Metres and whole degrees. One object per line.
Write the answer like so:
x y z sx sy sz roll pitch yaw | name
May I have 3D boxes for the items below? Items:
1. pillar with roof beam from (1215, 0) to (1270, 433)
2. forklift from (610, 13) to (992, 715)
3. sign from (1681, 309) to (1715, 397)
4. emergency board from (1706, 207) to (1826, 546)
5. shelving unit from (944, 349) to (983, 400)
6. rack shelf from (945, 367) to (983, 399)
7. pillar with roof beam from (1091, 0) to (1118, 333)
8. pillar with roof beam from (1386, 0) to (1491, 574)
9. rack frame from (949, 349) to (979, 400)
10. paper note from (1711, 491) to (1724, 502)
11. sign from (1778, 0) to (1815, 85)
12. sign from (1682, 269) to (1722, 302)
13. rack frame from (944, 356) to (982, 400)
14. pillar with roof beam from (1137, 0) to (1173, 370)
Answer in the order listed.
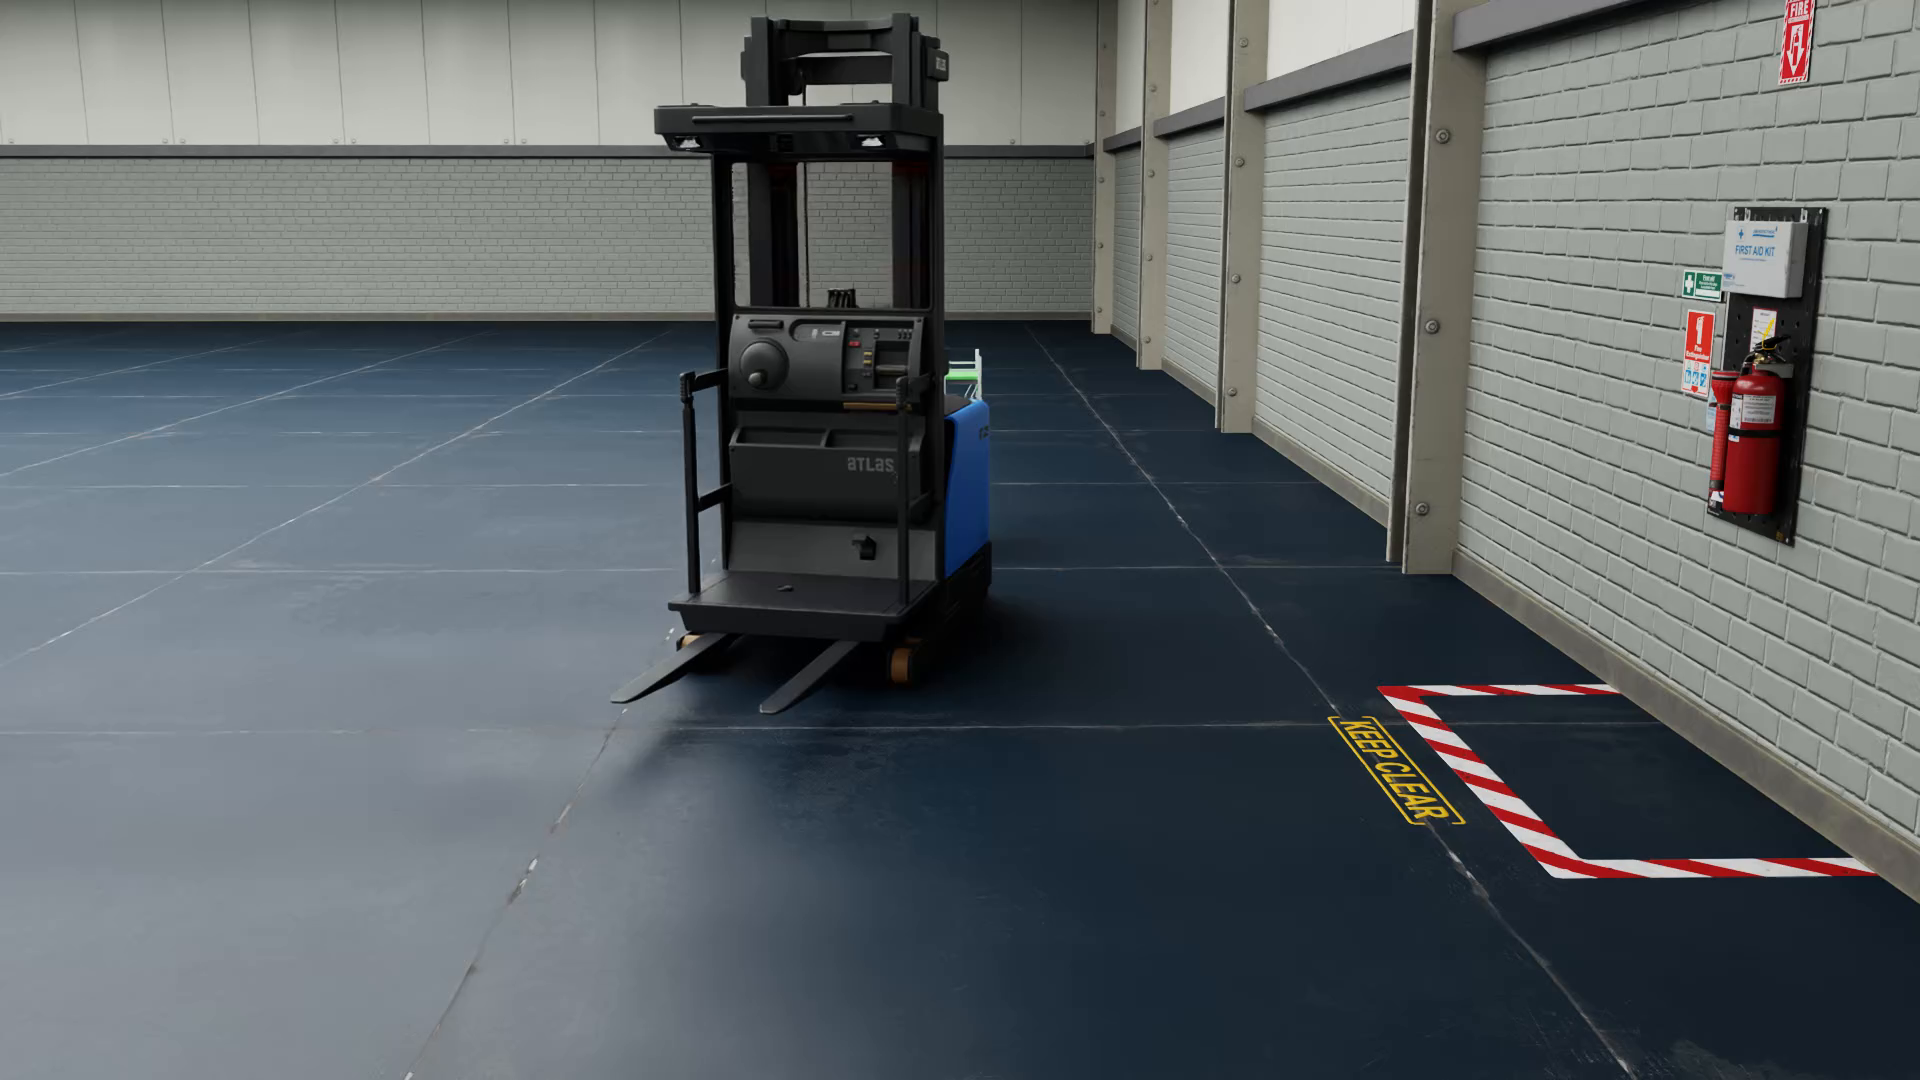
-1.714 -5.429 14.685 9.100 9.000 0.400 0 11 -1 | pillar with roof beam
-0.669 -0.876 7.505 1.130 2.935 3.031 3 12 13 | forklift
2.916 -0.740 6.573 0.001 0.329 0.234 0 11 -1 | sign
2.825 -0.612 6.033 0.194 1.169 0.643 0 11 -1 | emergency board
0.003 -0.555 10.278 0.258 1.200 0.503 0 11 -1 | shelving unit
0.003 -0.963 10.195 0.258 0.148 0.480 0 11 -1 | rack shelf
-1.962 -7.814 26.443 9.100 9.000 0.400 0 11 -1 | pillar with roof beam
-1.590 -4.236 8.806 9.100 9.000 0.400 0 11 -1 | pillar with roof beam
-0.002 -0.604 10.517 0.240 1.200 0.015 0 11 -1 | rack frame
2.890 -0.216 6.295 0.016 0.148 0.142 0 11 -1 | paper note
2.924 -1.750 5.812 0.001 0.298 0.199 0 11 -1 | sign
2.908 -0.999 6.516 0.001 0.109 0.331 0 11 -1 | sign
0.008 -0.507 10.039 0.240 1.200 0.015 0 11 -1 | rack frame
-1.838 -6.621 20.564 9.100 9.000 0.400 0 11 -1 | pillar with roof beam
